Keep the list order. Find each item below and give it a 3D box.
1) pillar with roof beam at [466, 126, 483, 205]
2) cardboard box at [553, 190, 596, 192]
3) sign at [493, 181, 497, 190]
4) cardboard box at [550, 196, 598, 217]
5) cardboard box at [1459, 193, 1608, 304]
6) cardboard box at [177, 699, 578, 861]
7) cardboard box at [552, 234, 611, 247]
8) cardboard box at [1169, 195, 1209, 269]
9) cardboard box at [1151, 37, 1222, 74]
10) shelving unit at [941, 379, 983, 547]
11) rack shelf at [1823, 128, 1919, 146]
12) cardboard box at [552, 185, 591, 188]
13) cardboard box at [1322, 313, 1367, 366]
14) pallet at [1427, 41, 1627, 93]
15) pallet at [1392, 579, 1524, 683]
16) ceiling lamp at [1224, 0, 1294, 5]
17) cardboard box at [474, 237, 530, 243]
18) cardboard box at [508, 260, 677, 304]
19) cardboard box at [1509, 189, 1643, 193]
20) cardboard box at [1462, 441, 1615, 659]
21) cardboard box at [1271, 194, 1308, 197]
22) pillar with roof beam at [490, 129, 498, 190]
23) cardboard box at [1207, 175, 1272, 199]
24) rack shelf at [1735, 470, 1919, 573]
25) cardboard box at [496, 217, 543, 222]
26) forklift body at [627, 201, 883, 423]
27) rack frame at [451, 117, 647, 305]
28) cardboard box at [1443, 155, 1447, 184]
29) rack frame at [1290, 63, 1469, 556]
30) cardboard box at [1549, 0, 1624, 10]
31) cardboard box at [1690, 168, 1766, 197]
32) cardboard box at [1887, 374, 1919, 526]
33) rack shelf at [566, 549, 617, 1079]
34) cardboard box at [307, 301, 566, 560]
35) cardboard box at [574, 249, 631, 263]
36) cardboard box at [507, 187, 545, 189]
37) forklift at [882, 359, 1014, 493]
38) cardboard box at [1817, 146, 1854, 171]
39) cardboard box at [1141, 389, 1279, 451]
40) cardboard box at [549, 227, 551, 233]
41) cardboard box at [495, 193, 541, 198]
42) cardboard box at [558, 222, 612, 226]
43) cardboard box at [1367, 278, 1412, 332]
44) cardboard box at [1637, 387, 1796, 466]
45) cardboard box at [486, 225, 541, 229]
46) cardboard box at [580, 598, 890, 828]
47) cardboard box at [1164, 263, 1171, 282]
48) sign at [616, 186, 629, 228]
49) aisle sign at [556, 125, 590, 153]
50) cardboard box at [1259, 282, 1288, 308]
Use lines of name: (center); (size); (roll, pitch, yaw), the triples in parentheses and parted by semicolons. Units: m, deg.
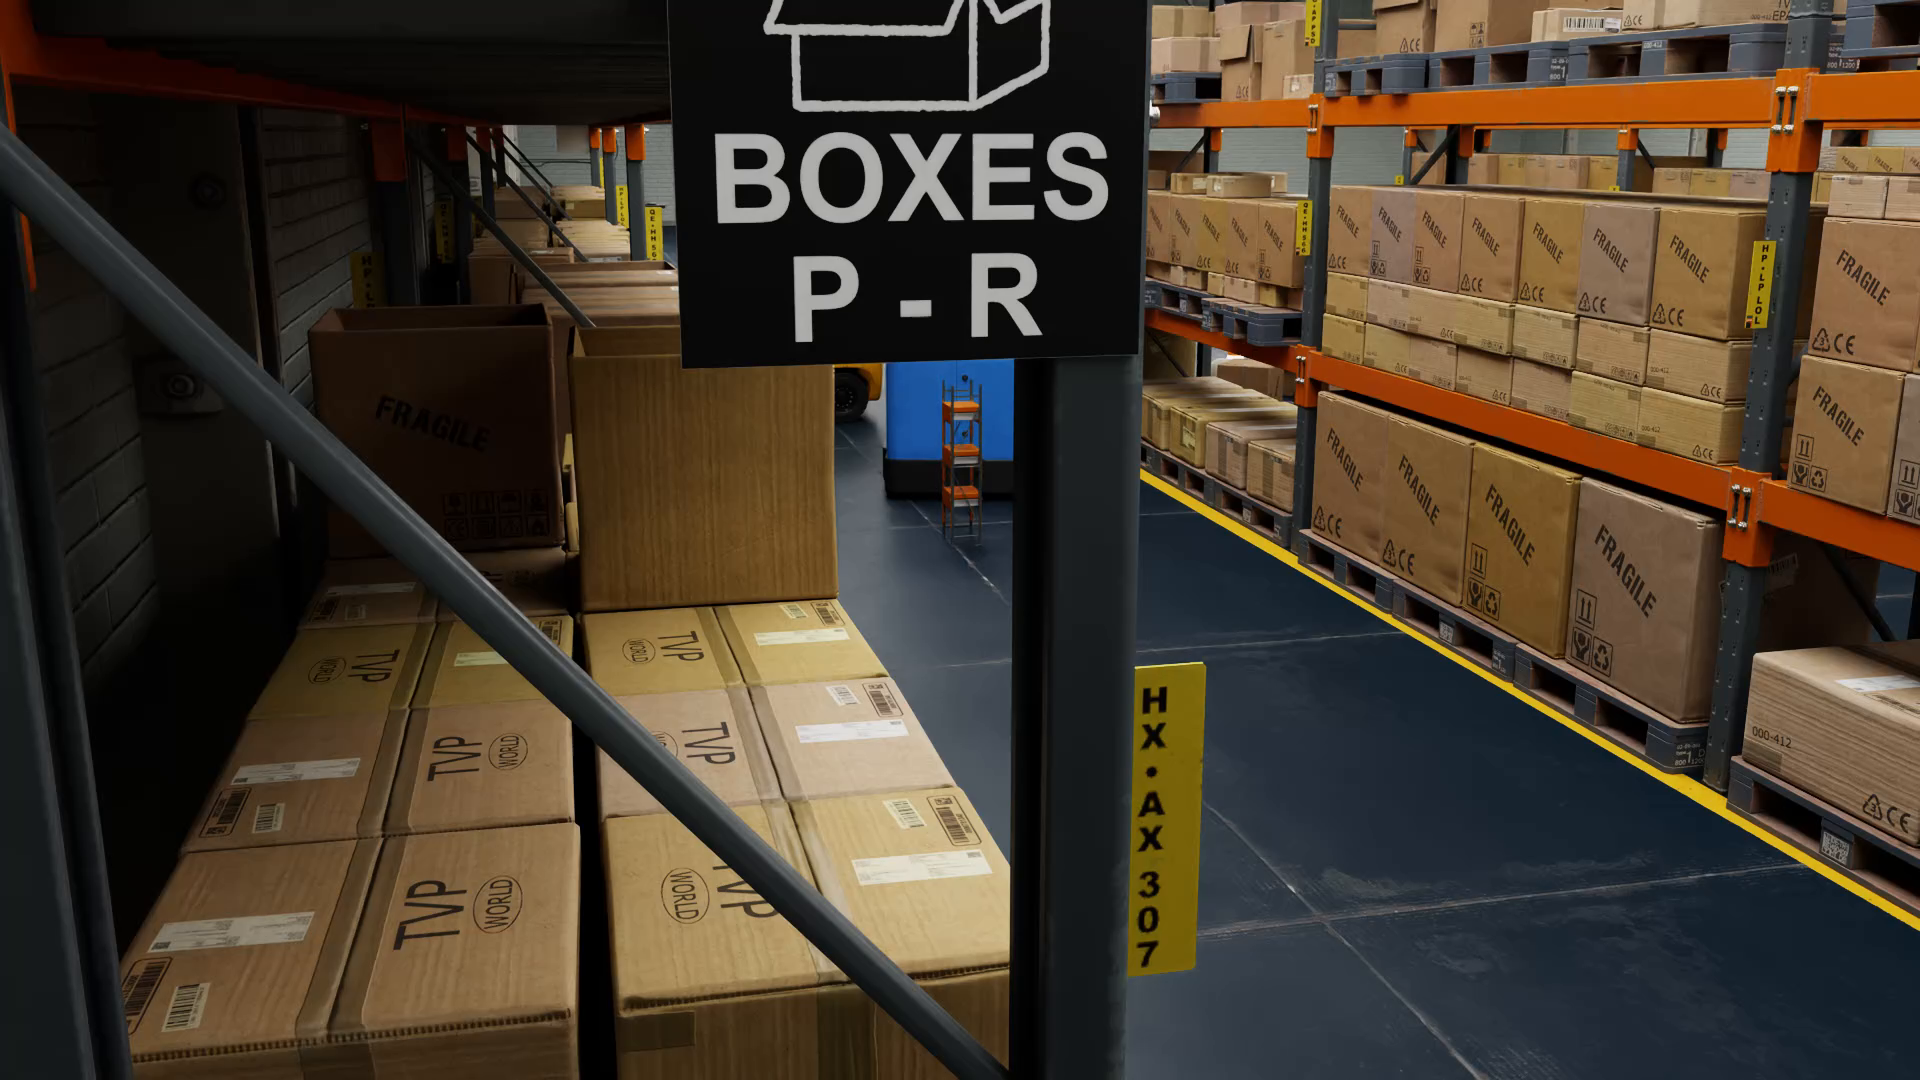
pillar with roof beam: (-2.033, -7.288, 21.799); (9.100, 9.000, 0.400); (-3, 14, -13)
cardboard box: (-3.441, -3.045, 14.865); (0.380, 0.149, 0.250); (-3, 14, -12)
sign: (-4.637, -3.390, 16.493); (0.100, 0.325, 0.005); (-3, 14, -13)
cardboard box: (-3.109, -2.691, 13.416); (0.380, 0.149, 0.250); (-3, 14, -12)
cardboard box: (2.833, -1.449, 8.220); (0.500, 0.500, 0.500); (-3, 14, -12)
cardboard box: (-0.824, 0.448, 2.461); (0.500, 0.250, 0.500); (-3, 14, -13)
cardboard box: (-2.474, -1.921, 10.891); (0.380, 0.149, 0.250); (-3, 14, -13)
cardboard box: (1.851, -2.240, 12.054); (0.500, 0.500, 0.500); (-4, 14, -15)
cardboard box: (1.675, -3.515, 12.105); (0.500, 0.250, 0.500); (-3, 14, -14)
shelving unit: (0.013, -0.498, 10.752); (0.215, 1.050, 0.252); (-3, 14, -13)
rack shelf: (10.831, -4.437, 17.964); (1.077, 0.370, 4.000); (-3, 14, -13)
cardboard box: (-3.807, -3.398, 16.312); (0.380, 0.149, 0.250); (-3, 14, -13)
cardboard box: (2.478, -1.193, 9.806); (0.500, 0.250, 0.500); (-4, 14, -14)
pallet: (3.076, -2.355, 8.323); (1.003, 0.211, 1.213); (-3, 14, -11)
pallet: (3.002, 0.429, 8.727); (1.003, 0.211, 1.213); (-3, 14, -13)
ceiling lamp: (7.716, -15.599, 43.517); (2.000, 3.185, 0.800); (-3, 14, -13)
cardboard box: (-2.912, -1.830, 10.521); (0.380, 0.149, 0.250); (-4, 14, -14)
cardboard box: (-1.654, -1.003, 7.611); (0.797, 0.503, 0.637); (-4, 14, -14)
cardboard box: (3.222, -1.590, 8.796); (0.500, 0.500, 0.500); (-3, 14, -13)
cardboard box: (3.104, 0.012, 8.152); (0.875, 0.875, 0.875); (-3, 14, -12)
cardboard box: (2.356, -2.264, 12.153); (0.500, 0.500, 0.500); (-4, 14, -15)
pillar with roof beam: (-3.442, -8.673, 27.464); (9.100, 9.000, 0.400); (-3, 14, -13)
cardboard box: (1.949, -2.467, 11.614); (0.380, 0.149, 0.250); (-4, 14, -16)
rack shelf: (4.016, 0.341, 4.728); (1.077, 0.370, 4.000); (-3, 14, -13)
cardboard box: (-3.481, -2.462, 13.105); (0.380, 0.149, 0.250); (-3, 14, -13)
forklift body: (-1.877, -2.213, 15.452); (2.313, 2.155, 1.214); (-3, 14, -13)
rack frame: (-2.217, -1.115, 9.172); (1.000, 3.000, 0.127); (-3, 14, -13)
cardboard box: (5.785, -3.926, 18.083); (0.875, 0.550, 0.550); (-3, 14, -13)
rack frame: (2.607, -1.393, 10.308); (1.000, 3.000, 0.127); (-3, 14, -13)
cardboard box: (3.303, -2.712, 8.292); (0.500, 0.500, 0.500); (-3, 14, -13)
cardboard box: (6.701, -2.916, 14.226); (0.700, 0.500, 0.500); (-4, 14, -14)
cardboard box: (3.517, -0.279, 5.540); (0.500, 0.500, 0.500); (-3, 14, -13)
rack shelf: (-0.808, 0.618, 3.592); (1.077, 0.370, 4.000); (-3, 14, -13)
cardboard box: (-1.186, -0.270, 3.821); (0.500, 0.500, 0.500); (-4, 14, -15)
cardboard box: (-2.005, -1.569, 9.451); (0.380, 0.149, 0.250); (-3, 14, -12)
cardboard box: (-4.120, -3.257, 15.735); (0.380, 0.149, 0.250); (-3, 14, -12)
forklift: (0.000, -2.054, 13.159); (1.130, 2.935, 3.031); (0, 14, 1)
cardboard box: (10.225, -4.327, 19.375); (0.500, 0.500, 0.500); (-3, 14, -13)
cardboard box: (1.966, -0.957, 13.174); (0.950, 0.372, 0.625); (-2, 14, -10)
cardboard box: (-3.873, -2.528, 14.744); (0.500, 0.500, 0.500); (-3, 14, -12)
cardboard box: (-3.794, -2.900, 14.274); (0.380, 0.149, 0.250); (-3, 14, -14)
cardboard box: (-2.782, -2.277, 12.349); (0.380, 0.149, 0.250); (-3, 14, -14)
cardboard box: (2.607, -1.313, 9.243); (0.500, 0.250, 0.500); (-3, 14, -12)
cardboard box: (3.196, -0.487, 6.915); (0.500, 0.250, 0.500); (-4, 14, -15)
cardboard box: (-3.212, -2.186, 11.978); (0.380, 0.149, 0.250); (-3, 14, -13)
cardboard box: (-0.423, 0.306, 3.044); (0.500, 0.250, 0.500); (-4, 14, -14)
cardboard box: (1.757, -2.014, 12.497); (0.380, 0.149, 0.250); (-3, 14, -13)
sign: (-2.631, -2.595, 12.954); (0.100, 0.325, 0.005); (-3, 14, -13)
aisle sign: (-3.826, -4.255, 16.546); (0.394, 0.787, 0.004); (-3, 14, -13)
cardboard box: (2.168, -1.595, 10.780); (0.380, 0.149, 0.250); (-3, 14, -12)
